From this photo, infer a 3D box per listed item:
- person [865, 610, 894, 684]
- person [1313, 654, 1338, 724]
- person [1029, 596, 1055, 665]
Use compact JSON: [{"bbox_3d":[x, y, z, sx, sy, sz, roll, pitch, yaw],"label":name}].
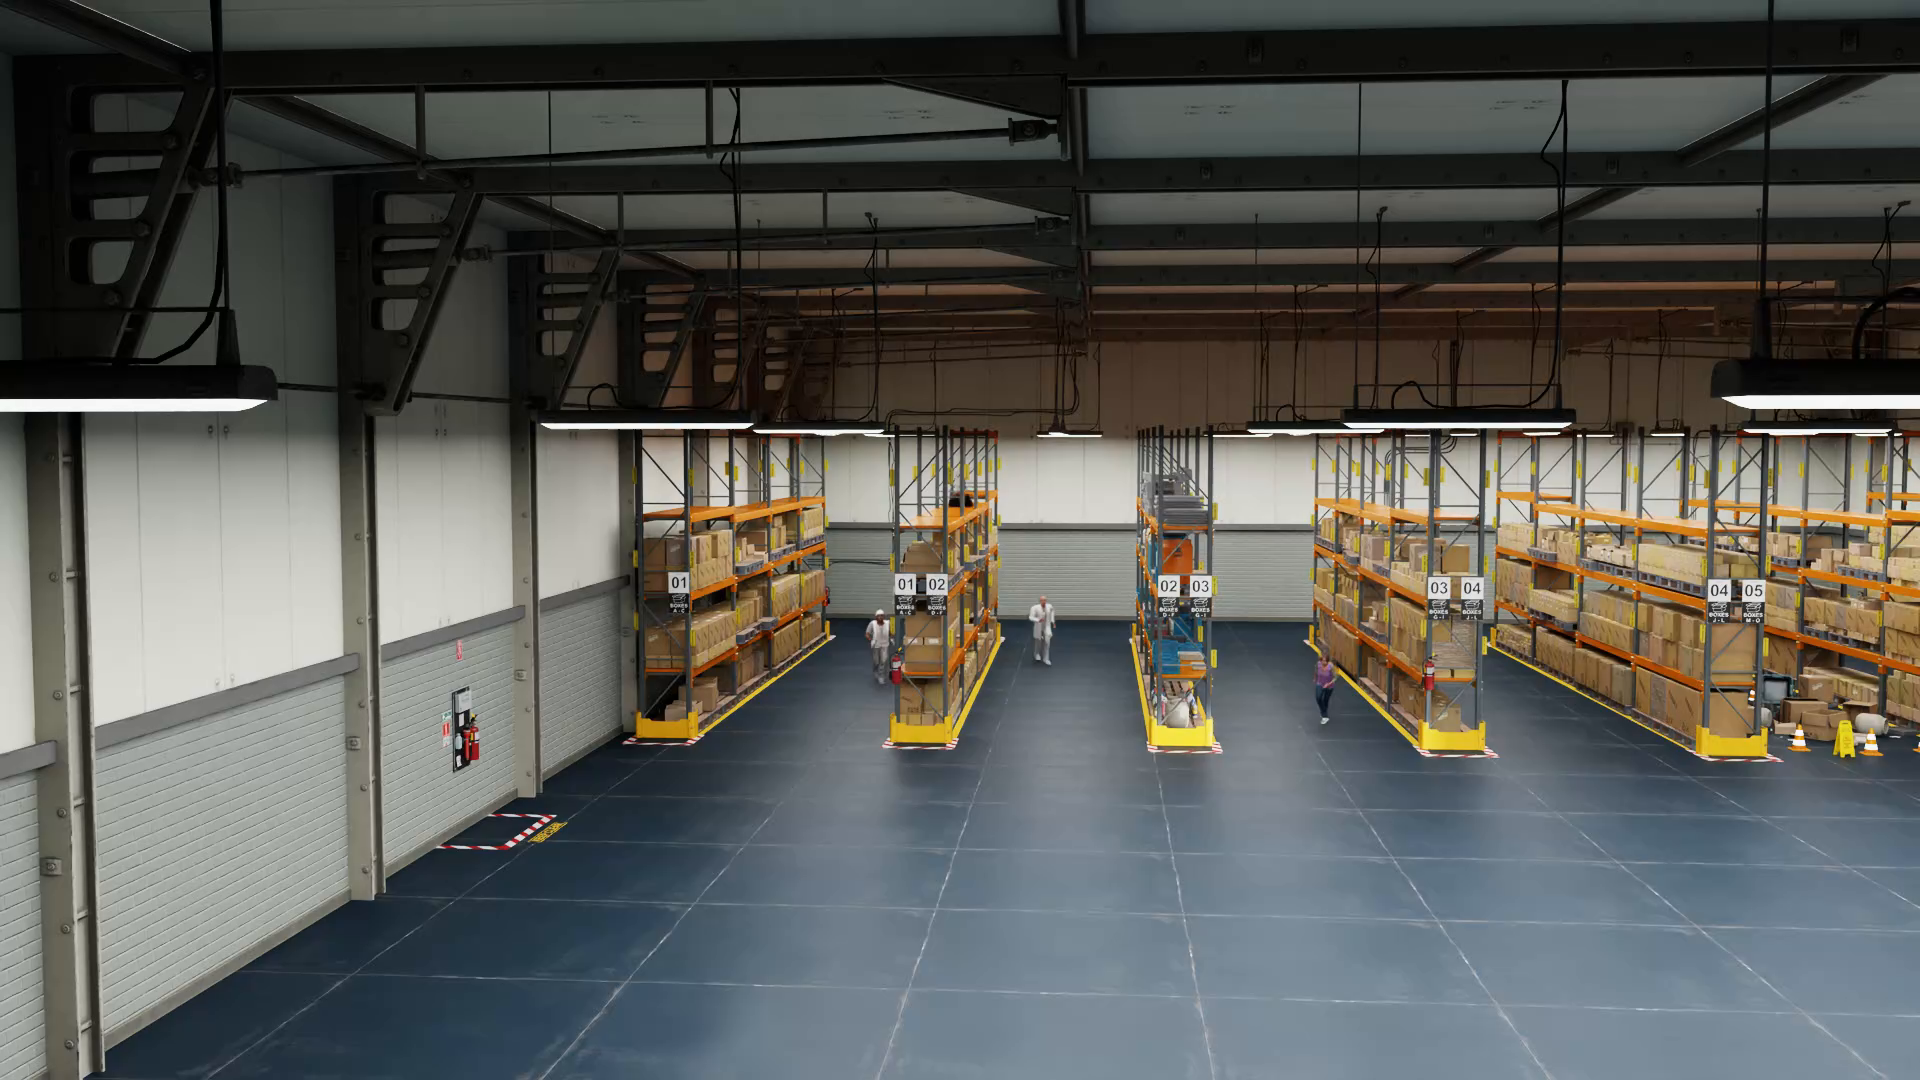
[{"bbox_3d":[-1.908,2.500,39.262,0.682,1.739,0.831,-1,3,-10],"label":"person"},{"bbox_3d":[7.414,2.960,33.662,0.529,1.419,0.981,1,4,19],"label":"person"},{"bbox_3d":[2.093,2.281,42.661,0.703,1.753,1.051,0,3,-8],"label":"person"}]
